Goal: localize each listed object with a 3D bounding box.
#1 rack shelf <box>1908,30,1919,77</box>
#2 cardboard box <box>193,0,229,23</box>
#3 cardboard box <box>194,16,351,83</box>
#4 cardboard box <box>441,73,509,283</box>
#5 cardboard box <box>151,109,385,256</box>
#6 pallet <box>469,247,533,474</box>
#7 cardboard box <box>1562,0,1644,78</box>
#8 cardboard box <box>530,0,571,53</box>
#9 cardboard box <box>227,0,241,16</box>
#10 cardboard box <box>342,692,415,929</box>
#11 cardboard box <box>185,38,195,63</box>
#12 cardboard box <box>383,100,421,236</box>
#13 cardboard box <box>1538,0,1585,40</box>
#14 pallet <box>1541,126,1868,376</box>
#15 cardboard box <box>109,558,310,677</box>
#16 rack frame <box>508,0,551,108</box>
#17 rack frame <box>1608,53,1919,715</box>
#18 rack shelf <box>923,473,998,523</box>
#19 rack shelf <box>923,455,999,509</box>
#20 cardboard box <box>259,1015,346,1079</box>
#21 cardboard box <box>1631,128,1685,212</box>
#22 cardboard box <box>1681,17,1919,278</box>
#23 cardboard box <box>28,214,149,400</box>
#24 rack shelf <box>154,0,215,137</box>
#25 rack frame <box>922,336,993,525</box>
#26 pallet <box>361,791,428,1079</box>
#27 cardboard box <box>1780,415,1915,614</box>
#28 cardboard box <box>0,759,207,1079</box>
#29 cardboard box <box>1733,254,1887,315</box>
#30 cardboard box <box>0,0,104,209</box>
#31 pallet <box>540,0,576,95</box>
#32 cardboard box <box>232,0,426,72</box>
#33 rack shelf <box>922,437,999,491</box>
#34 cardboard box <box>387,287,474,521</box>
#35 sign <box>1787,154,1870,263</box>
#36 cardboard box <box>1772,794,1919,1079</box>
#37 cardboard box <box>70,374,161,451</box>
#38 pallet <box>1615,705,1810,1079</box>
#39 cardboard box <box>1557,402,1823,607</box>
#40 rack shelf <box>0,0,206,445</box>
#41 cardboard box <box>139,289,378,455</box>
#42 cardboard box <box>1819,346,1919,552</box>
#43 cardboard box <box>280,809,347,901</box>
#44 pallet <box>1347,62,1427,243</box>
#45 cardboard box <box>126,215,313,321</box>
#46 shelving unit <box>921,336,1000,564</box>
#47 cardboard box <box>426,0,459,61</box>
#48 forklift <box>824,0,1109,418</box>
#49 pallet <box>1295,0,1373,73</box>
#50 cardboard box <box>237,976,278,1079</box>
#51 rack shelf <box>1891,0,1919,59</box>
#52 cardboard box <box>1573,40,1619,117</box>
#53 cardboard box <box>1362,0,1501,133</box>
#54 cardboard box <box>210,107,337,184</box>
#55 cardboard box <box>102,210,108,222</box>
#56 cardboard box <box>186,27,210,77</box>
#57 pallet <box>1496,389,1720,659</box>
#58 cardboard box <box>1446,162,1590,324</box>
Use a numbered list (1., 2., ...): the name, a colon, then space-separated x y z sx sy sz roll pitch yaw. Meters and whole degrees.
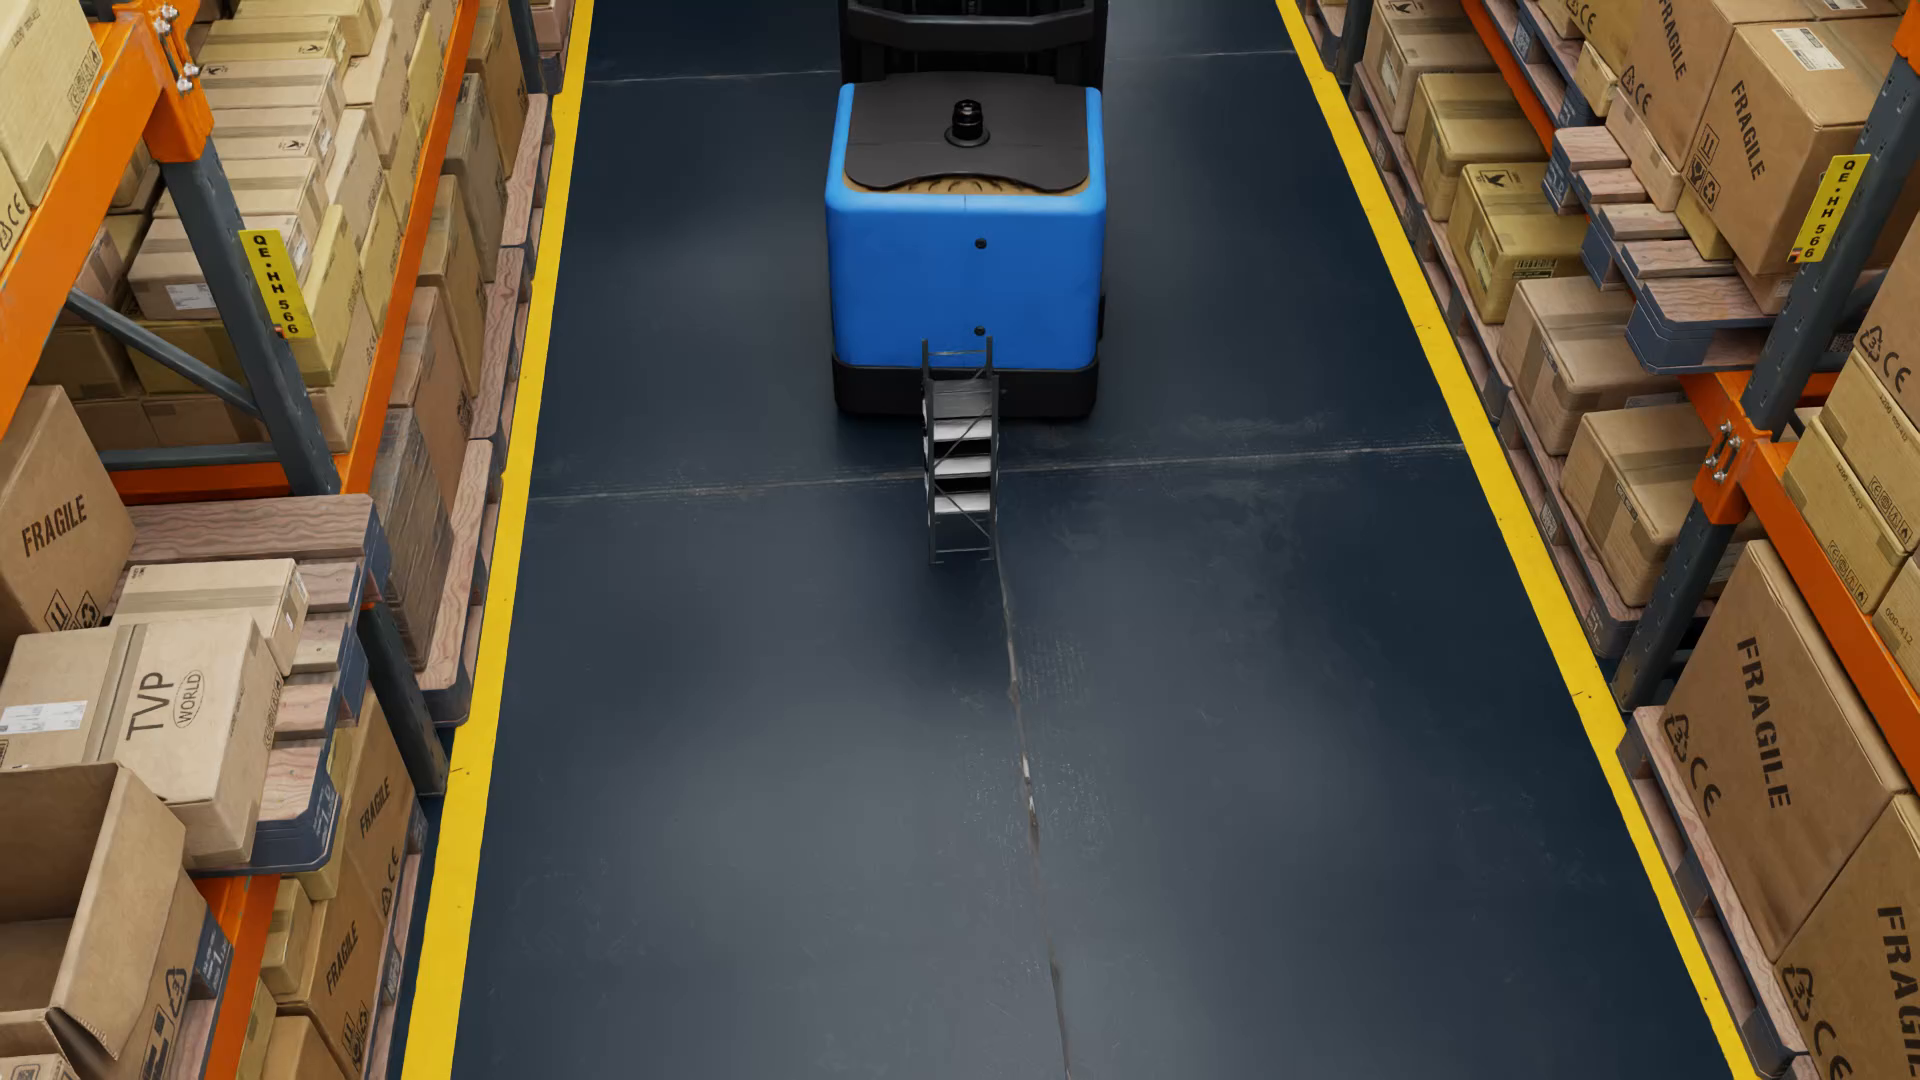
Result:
1. rack shelf: 2.921 0.153 2.469 1.077 0.370 4.000 -3 47 -3
2. cardboard box: -2.569 -1.795 5.369 0.380 0.149 0.250 -2 47 -2
3. cardboard box: -2.082 -1.457 5.048 0.380 0.149 0.250 -3 47 -3
4. cardboard box: -2.415 -1.489 6.940 0.875 0.625 0.625 -4 47 -4
5. cardboard box: -2.027 -1.024 4.913 0.500 0.250 0.500 -2 47 -2
6. pallet: -2.321 -0.725 6.791 1.003 0.211 1.213 -3 47 -3
7. cardboard box: 2.341 -1.841 5.365 0.500 0.500 0.500 -6 47 -6
8. cardboard box: -2.238 -2.668 8.316 0.500 0.250 0.500 -3 47 -3
9. cardboard box: -2.162 -1.827 5.399 0.380 0.149 0.250 -3 47 -3
10. cardboard box: -1.943 0.803 4.856 0.500 0.500 0.500 -2 47 -2
11. cardboard box: -2.550 -1.427 5.020 0.380 0.149 0.250 -4 47 -4
12. cardboard box: -2.073 -1.226 5.449 0.500 0.250 0.500 -5 47 -5
13. cardboard box: 2.283 -1.907 5.874 0.380 0.149 0.250 -5 47 -5
14. pallet: 2.588 -0.953 5.219 1.213 0.211 1.003 -3 47 -3
15. cardboard box: -1.755 0.189 3.889 0.380 0.149 0.250 -3 47 -3
16. rack frame: -2.527 -3.099 7.119 1.000 3.000 0.127 -3 47 -3
17. rack frame: 2.753 -0.510 4.667 1.000 3.000 0.127 -3 47 -3
18. rack shelf: 0.001 -0.157 6.073 0.258 0.077 0.200 -3 47 -3
19. rack shelf: 0.001 -0.219 6.007 0.258 0.077 0.200 -3 47 -3
20. cardboard box: -1.865 1.544 4.154 0.500 0.500 0.500 -2 47 -2
21. cardboard box: 2.331 -1.160 5.166 0.380 0.149 0.250 -4 47 -4
22. cardboard box: 2.438 -1.103 4.666 0.500 0.500 0.500 -5 47 -4
23. cardboard box: -2.507 -0.634 4.543 0.500 0.250 0.500 -3 47 -2
24. rack shelf: -2.360 -2.436 4.921 1.077 0.370 4.000 -3 47 -3
25. rack frame: -0.008 -0.377 5.987 0.240 0.900 0.006 -3 47 -3
26. pallet: -2.168 1.296 4.877 1.003 0.211 1.213 -3 47 -3
27. cardboard box: 2.544 -0.089 4.371 0.500 0.250 0.500 -4 47 -4
28. cardboard box: -1.872 0.784 3.081 0.797 0.503 0.637 -4 47 -4
29. cardboard box: 2.492 -0.791 4.817 0.380 0.149 0.250 -2 47 -2
30. cardboard box: -1.908 -0.829 3.006 0.500 0.250 0.500 -5 47 -5
31. pallet: -2.552 -2.719 8.679 1.003 0.211 1.213 -3 47 -3
32. cardboard box: -2.121 -1.772 5.621 0.500 0.250 0.500 -3 47 -3
33. rack shelf: 0.001 -0.281 5.942 0.258 0.077 0.200 -3 47 -3
34. cardboard box: -2.294 -0.458 5.964 0.875 0.625 0.625 -2 47 -2
35. sign: 2.214 -0.841 4.238 0.100 0.325 0.005 -3 47 -3
36. cardboard box: 2.799 1.227 4.196 0.875 0.875 0.875 -3 47 -3
37. cardboard box: -2.485 -0.463 4.726 0.500 0.250 0.500 -4 47 -4
38. pallet: 2.744 1.024 5.135 1.003 0.211 1.213 -3 47 -3
39. cardboard box: 2.716 -0.160 5.856 0.950 0.372 0.625 -6 47 -6
40. rack shelf: -2.025 0.458 2.180 1.077 0.370 4.000 -3 47 -3
41. cardboard box: -1.986 -0.490 4.751 0.500 0.250 0.500 -3 47 -3
42. cardboard box: 2.550 -0.248 4.178 0.500 0.250 0.500 -4 47 -4
43. cardboard box: -1.845 0.824 4.389 0.380 0.149 0.250 -6 47 -5
44. pallet: 2.485 -1.882 7.887 1.003 0.211 1.213 -3 47 -3
45. cardboard box: -1.926 -0.711 4.342 0.380 0.149 0.250 -2 47 -2
46. shelving unit: 0.001 -0.304 5.918 0.258 0.900 0.210 -3 47 -3
47. cardboard box: -2.166 -1.975 6.157 0.500 0.250 0.500 -3 47 -3
48. forklift: 0.059 -2.552 6.649 1.130 2.935 3.031 1 47 1
49. pallet: 2.327 -2.929 8.878 1.003 0.211 1.213 -3 47 -3
50. cardboard box: -1.890 1.211 4.023 0.380 0.149 0.250 -2 47 -2
51. rack shelf: 2.586 -2.741 5.209 1.077 0.370 4.000 -3 47 -3
52. cardboard box: 2.281 -1.541 5.527 0.380 0.149 0.250 -3 47 -3
53. cardboard box: 2.465 -2.265 7.850 0.950 0.372 0.625 -3 47 -3
54. cardboard box: -1.996 -1.089 4.700 0.380 0.149 0.250 -2 47 -2
55. cardboard box: -2.555 -0.868 4.491 0.380 0.149 0.250 -2 47 -2
56. cardboard box: -2.591 -1.366 5.237 0.500 0.250 0.500 -4 47 -4
57. pallet: 2.690 -0.116 6.215 1.003 0.211 1.213 -3 47 -3
58. cardboard box: 2.589 -1.242 6.881 0.950 0.372 0.625 -2 47 -2
